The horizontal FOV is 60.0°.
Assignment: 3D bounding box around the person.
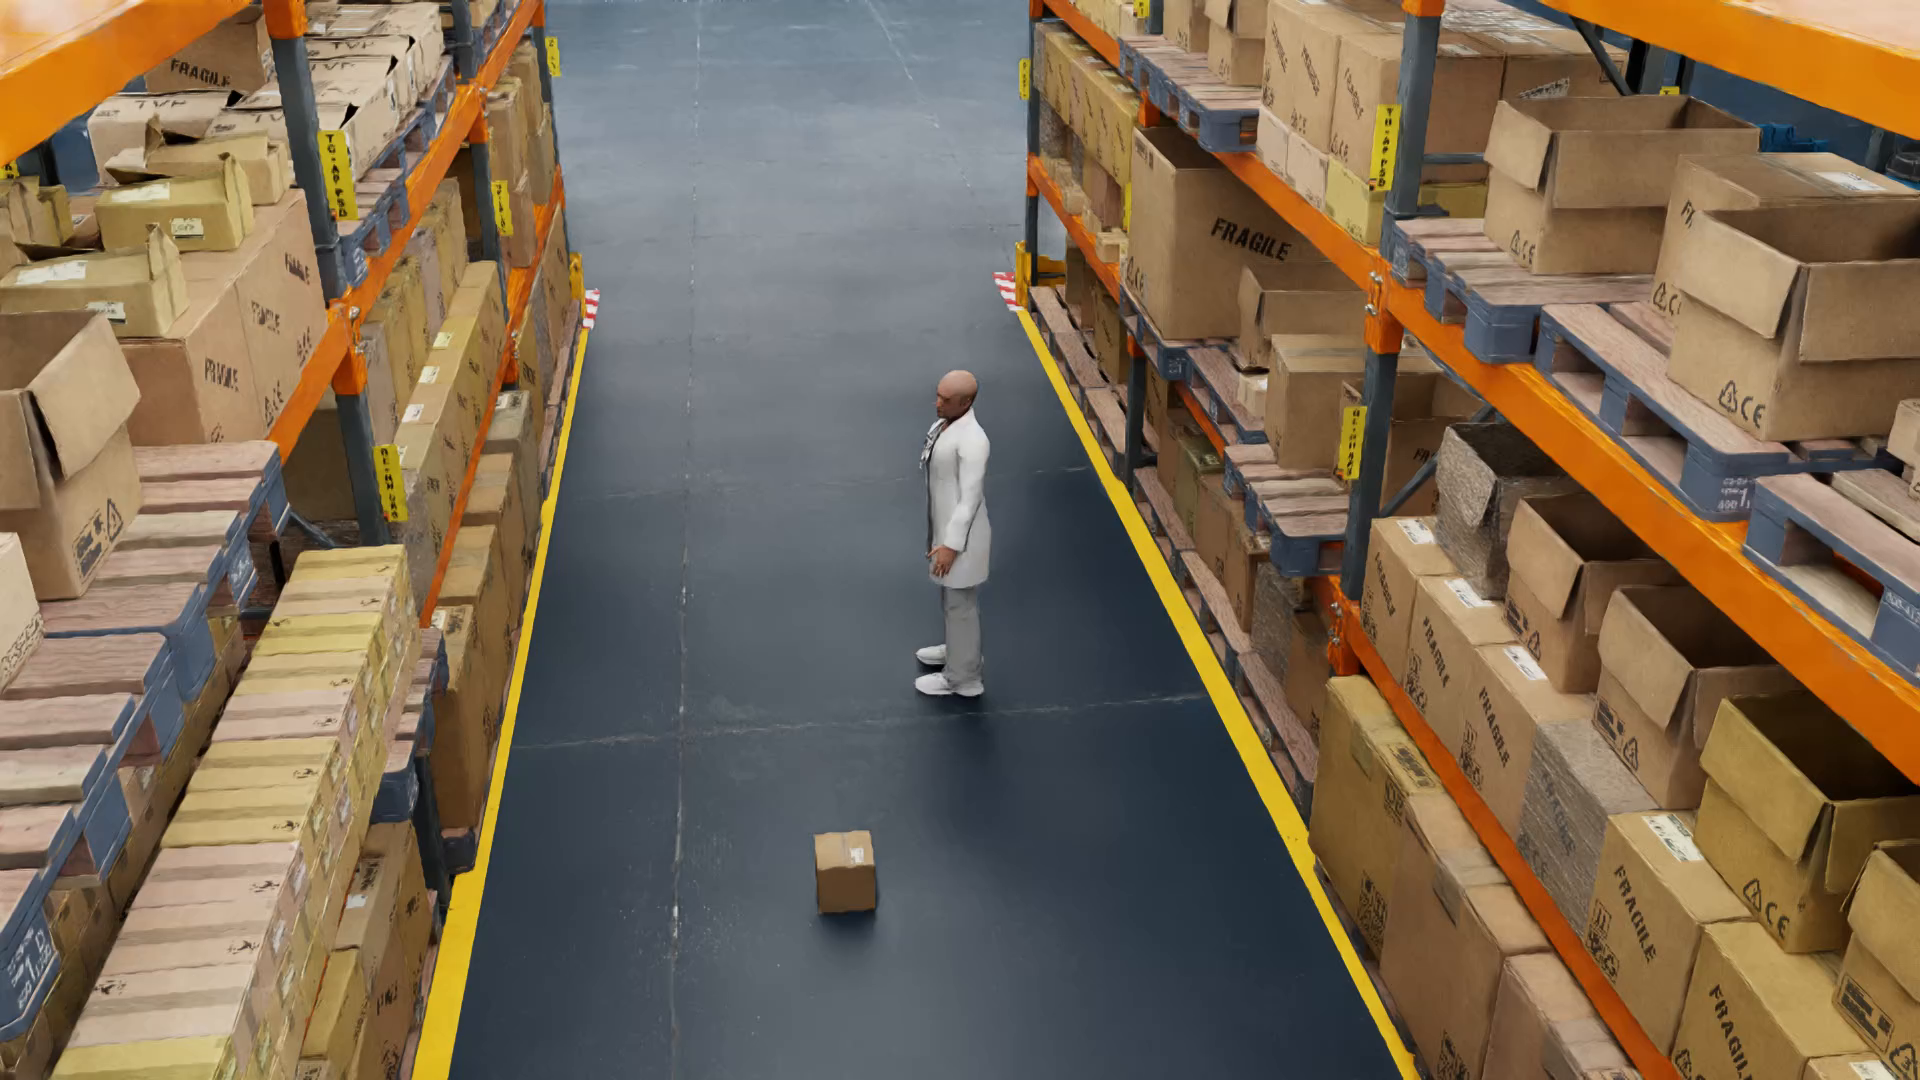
[{"bbox_3d":[-0.052,-0.038,8.652,0.423,1.785,0.623,-5,27,-10],"label":"person"}]
